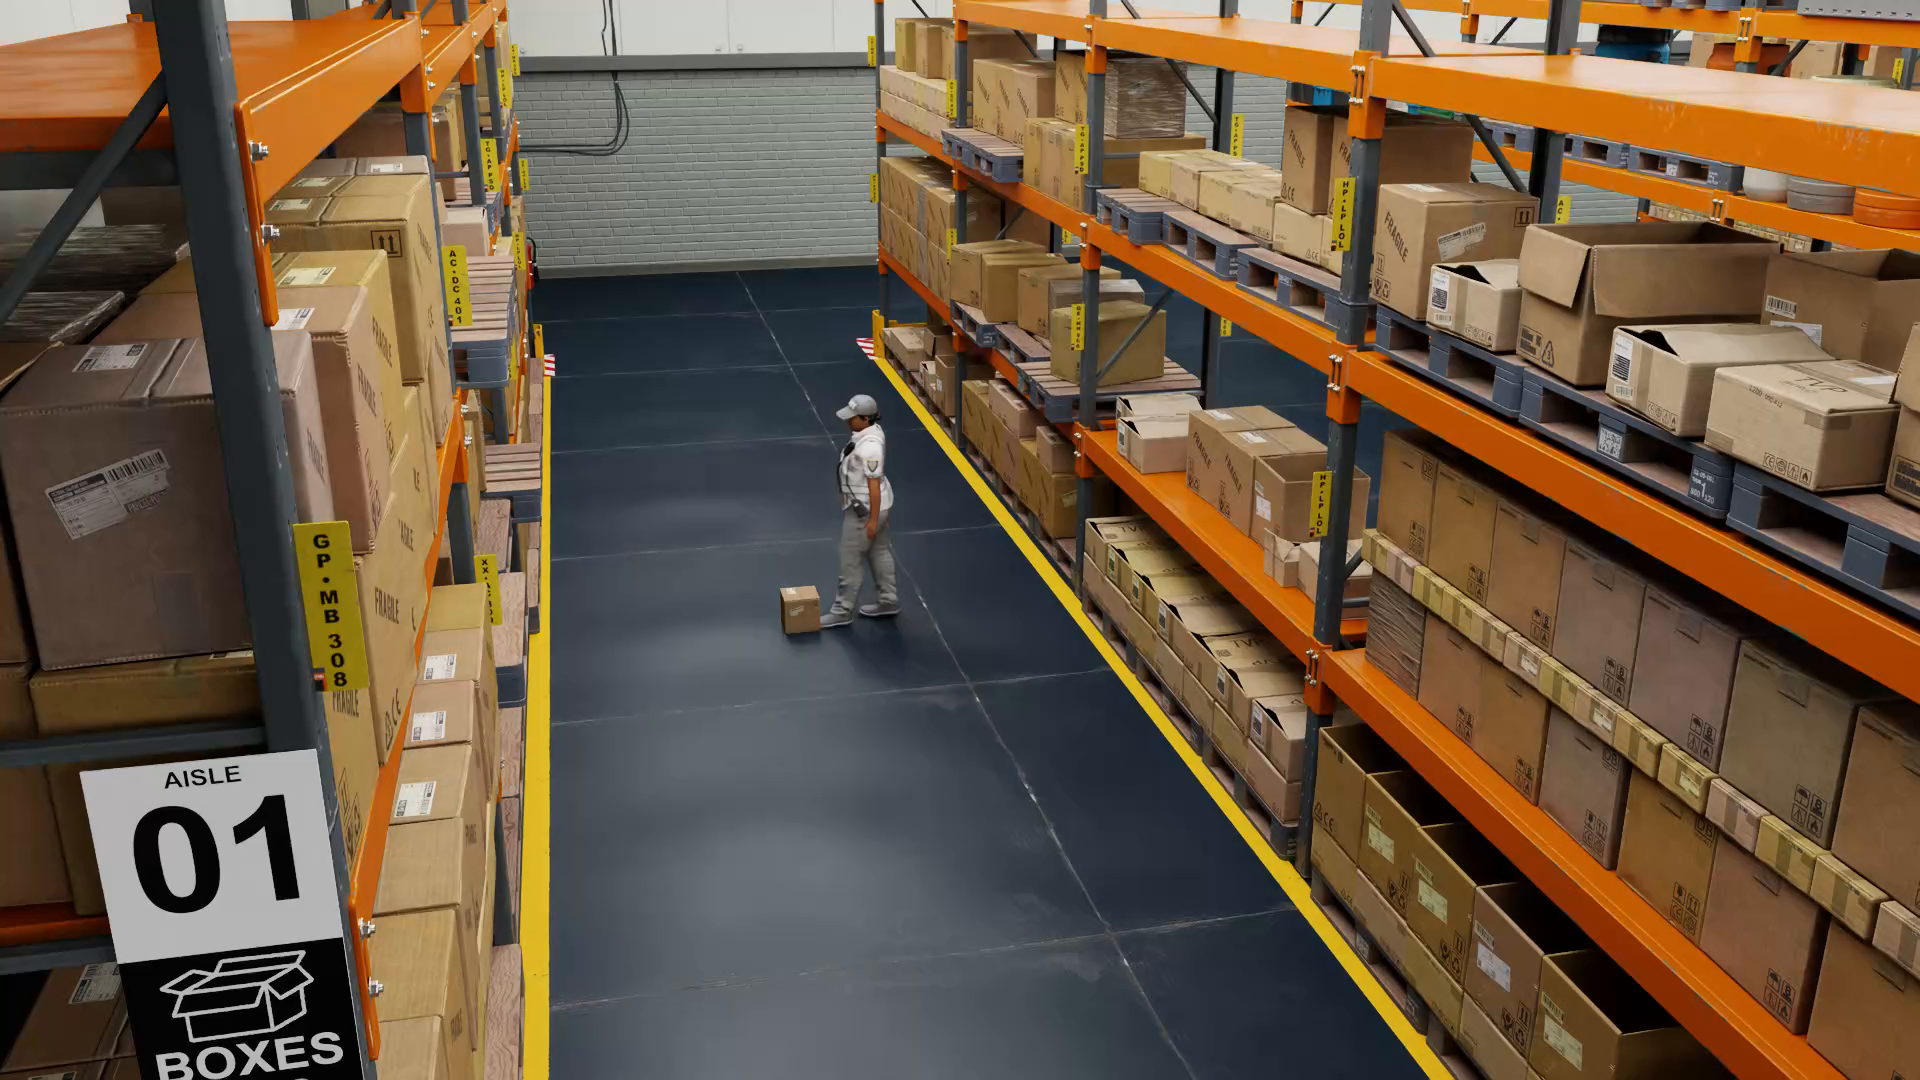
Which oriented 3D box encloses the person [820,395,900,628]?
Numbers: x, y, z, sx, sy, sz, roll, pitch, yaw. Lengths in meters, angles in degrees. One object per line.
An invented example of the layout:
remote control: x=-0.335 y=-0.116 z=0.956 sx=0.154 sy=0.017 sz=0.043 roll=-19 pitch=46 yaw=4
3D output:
person: x=-0.745 y=-0.221 z=11.652 sx=0.628 sy=1.656 sz=0.486 roll=1 pitch=20 yaw=1
